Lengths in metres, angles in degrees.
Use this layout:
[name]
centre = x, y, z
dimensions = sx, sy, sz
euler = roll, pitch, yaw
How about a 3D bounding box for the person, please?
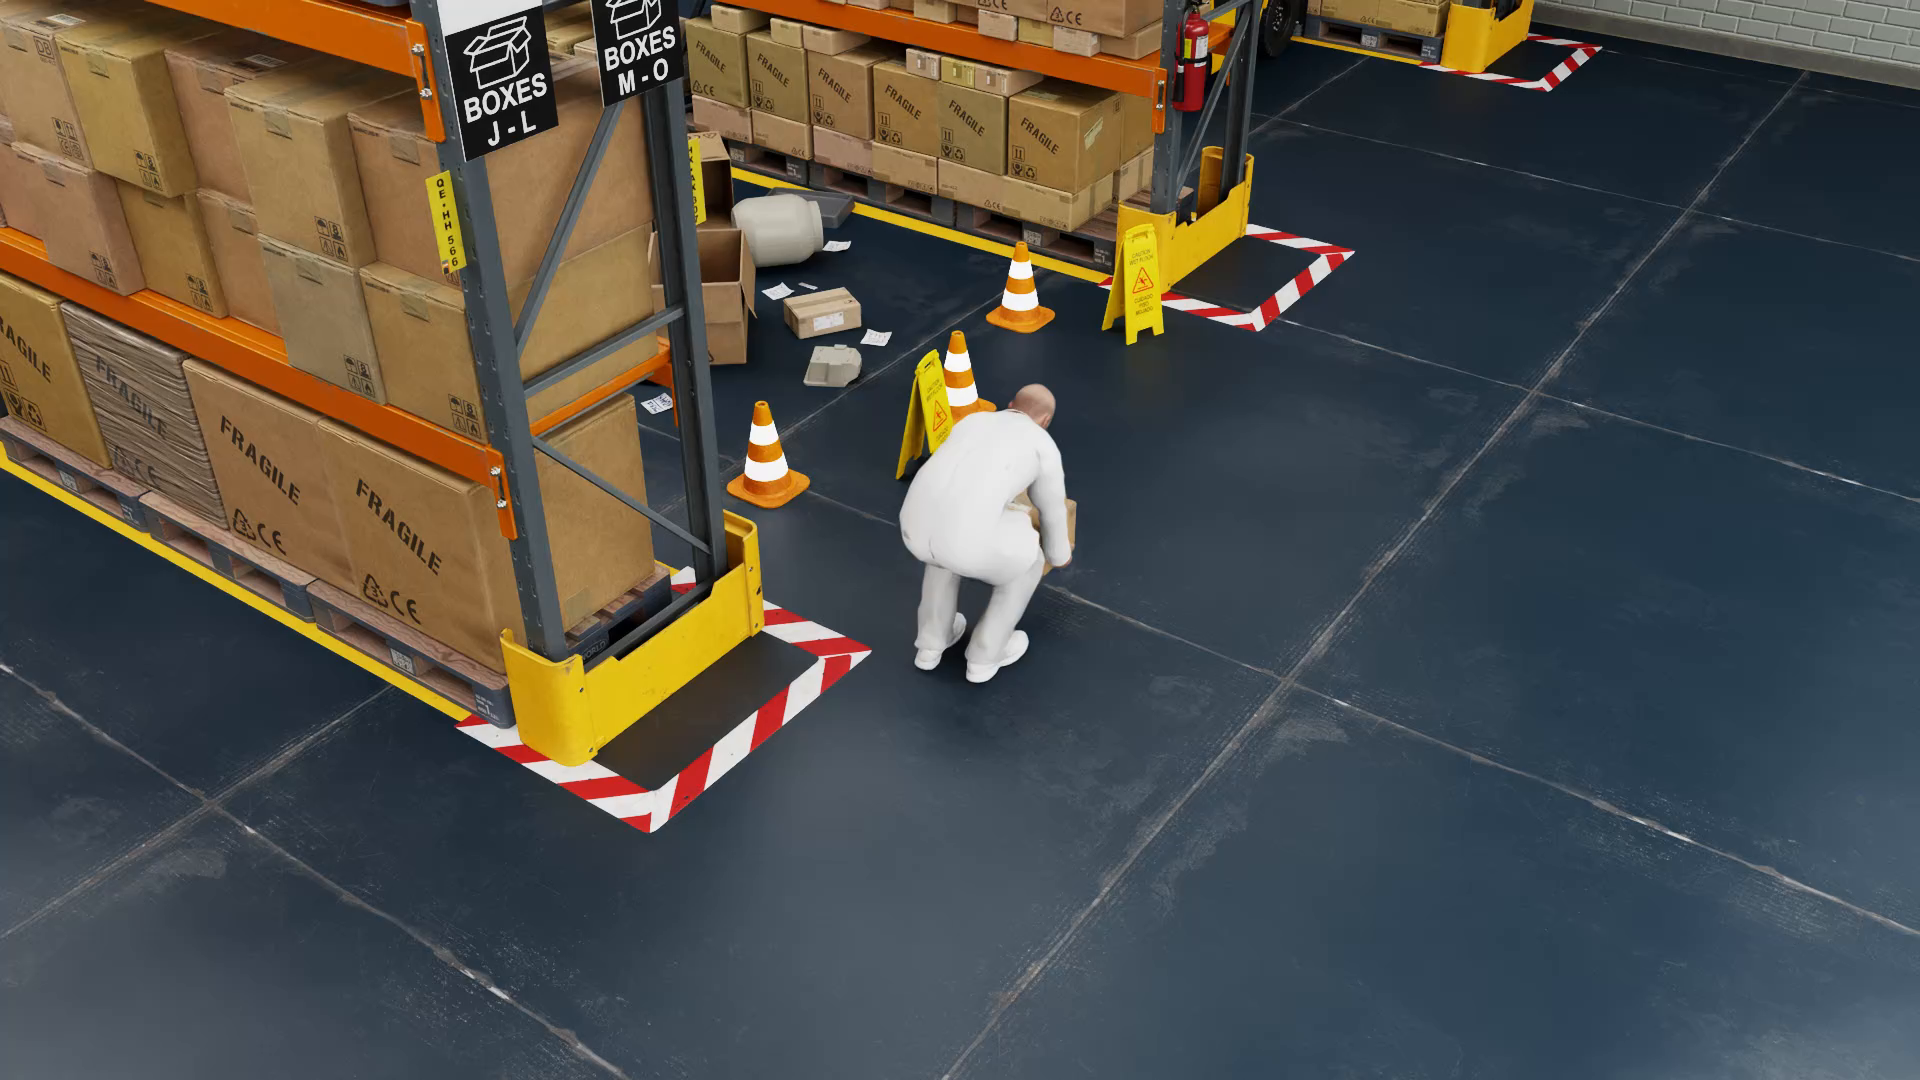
[person]
centre = 0.120, -0.013, 6.827
dimensions = 0.588, 1.046, 0.943
euler = 19, 39, 26
